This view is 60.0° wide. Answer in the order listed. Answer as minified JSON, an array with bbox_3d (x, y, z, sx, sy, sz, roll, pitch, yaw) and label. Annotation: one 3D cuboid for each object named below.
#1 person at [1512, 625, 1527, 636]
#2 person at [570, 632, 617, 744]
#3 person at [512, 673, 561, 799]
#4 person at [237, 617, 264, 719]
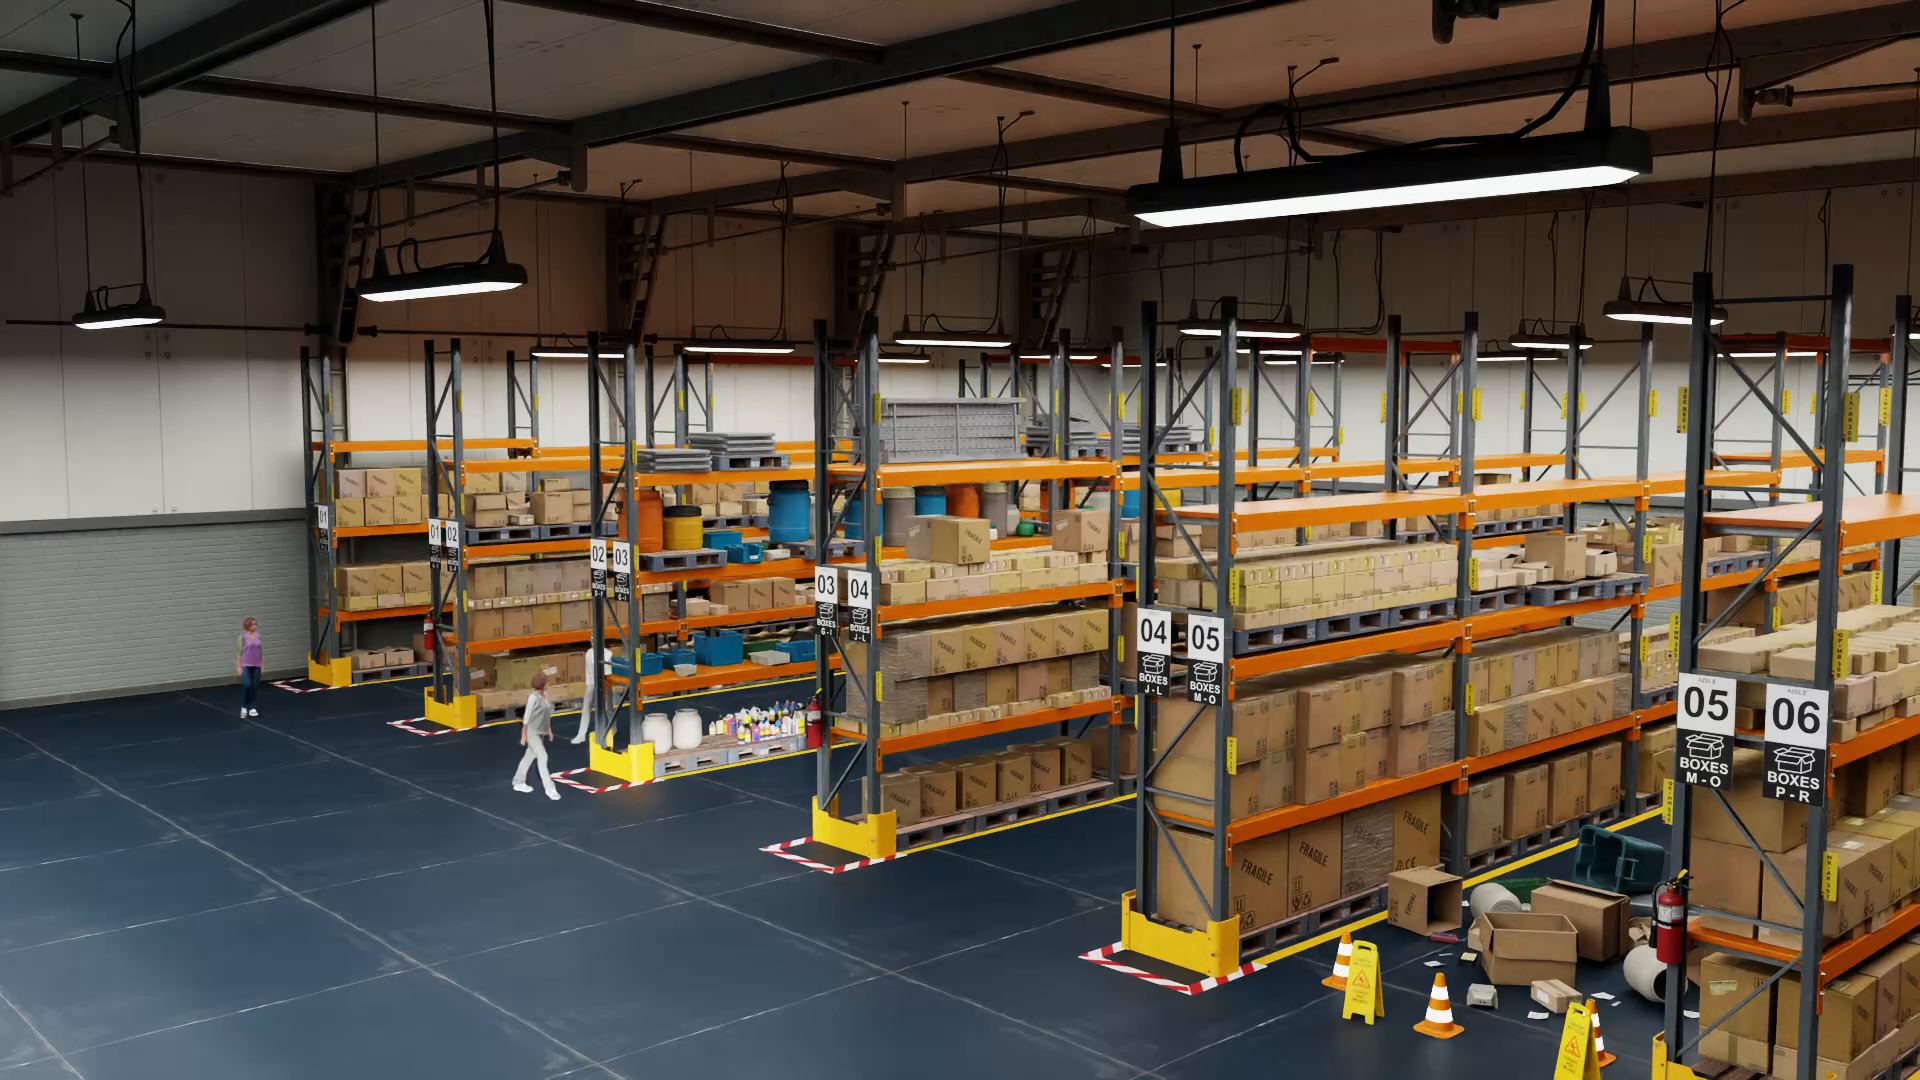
[{"bbox_3d":[8.412,2.060,25.197,1.061,1.725,0.570,-4,7,-40],"label":"person"},{"bbox_3d":[-5.383,2.162,24.649,0.508,1.619,0.932,1,5,11],"label":"person"},{"bbox_3d":[-5.430,2.499,21.386,0.776,1.581,0.473,2,5,17],"label":"person"},{"bbox_3d":[-11.310,2.028,26.511,0.417,1.606,0.445,4,7,41],"label":"person"}]
